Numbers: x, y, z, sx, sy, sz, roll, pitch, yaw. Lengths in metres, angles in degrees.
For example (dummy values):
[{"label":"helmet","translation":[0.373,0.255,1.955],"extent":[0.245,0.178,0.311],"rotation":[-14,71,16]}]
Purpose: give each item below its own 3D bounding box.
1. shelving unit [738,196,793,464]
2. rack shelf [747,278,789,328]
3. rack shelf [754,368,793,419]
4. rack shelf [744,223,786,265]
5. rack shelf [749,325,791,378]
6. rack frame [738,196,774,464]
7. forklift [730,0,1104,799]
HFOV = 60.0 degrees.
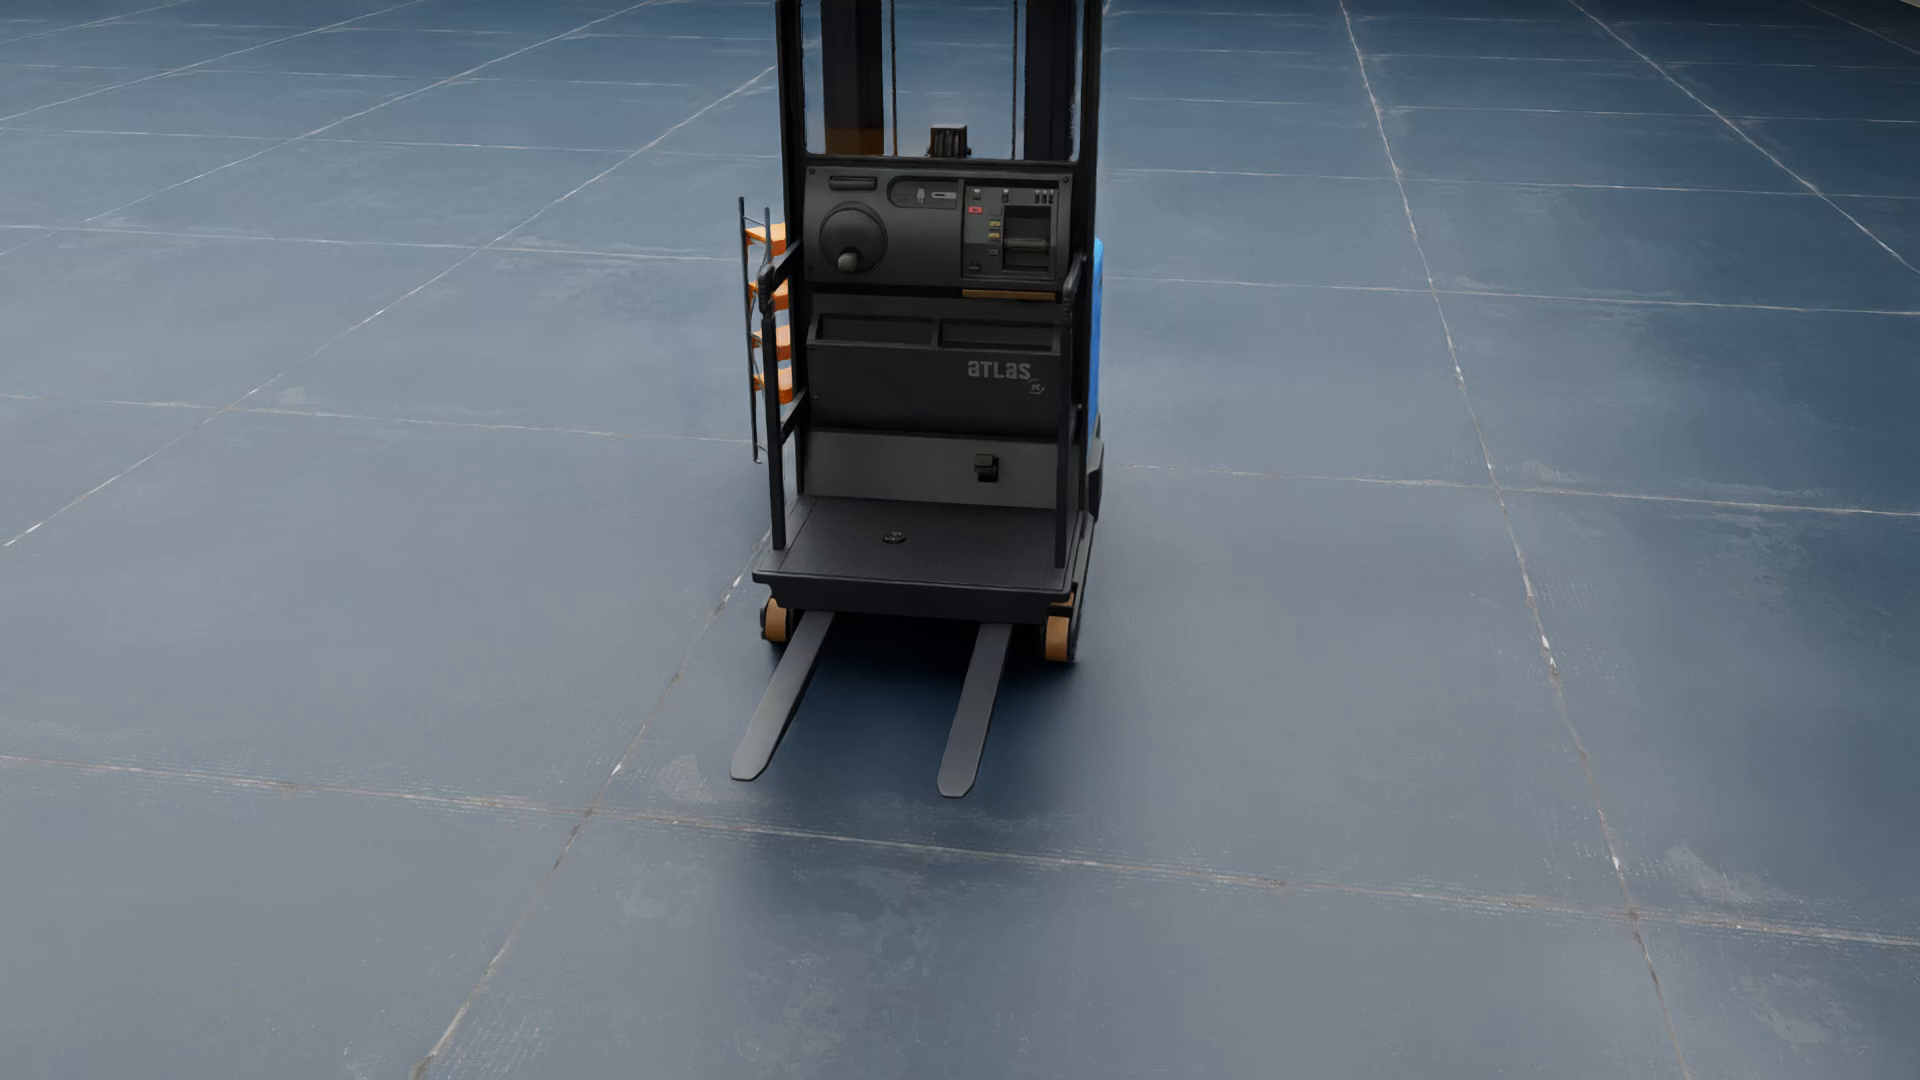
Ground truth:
[{"label":"shelving unit","translation":[-0.661,-0.925,7.310],"extent":[0.503,1.200,0.258],"rotation":[-17,30,-32]},{"label":"rack shelf","translation":[-0.661,-1.066,7.244],"extent":[0.480,0.148,0.258],"rotation":[-17,30,-32]},{"label":"rack shelf","translation":[-0.661,-0.684,7.423],"extent":[0.480,0.148,0.258],"rotation":[-17,30,-32]},{"label":"rack shelf","translation":[-0.661,-1.280,7.143],"extent":[0.480,0.148,0.258],"rotation":[-17,30,-32]},{"label":"rack shelf","translation":[-0.661,-0.864,7.338],"extent":[0.480,0.148,0.258],"rotation":[-17,30,-32]},{"label":"rack frame","translation":[-0.859,-0.864,7.181],"extent":[0.015,1.200,0.240],"rotation":[-17,30,-32]},{"label":"forklift","translation":[-0.108,-1.057,5.550],"extent":[1.130,2.935,3.031],"rotation":[3,25,7]}]
